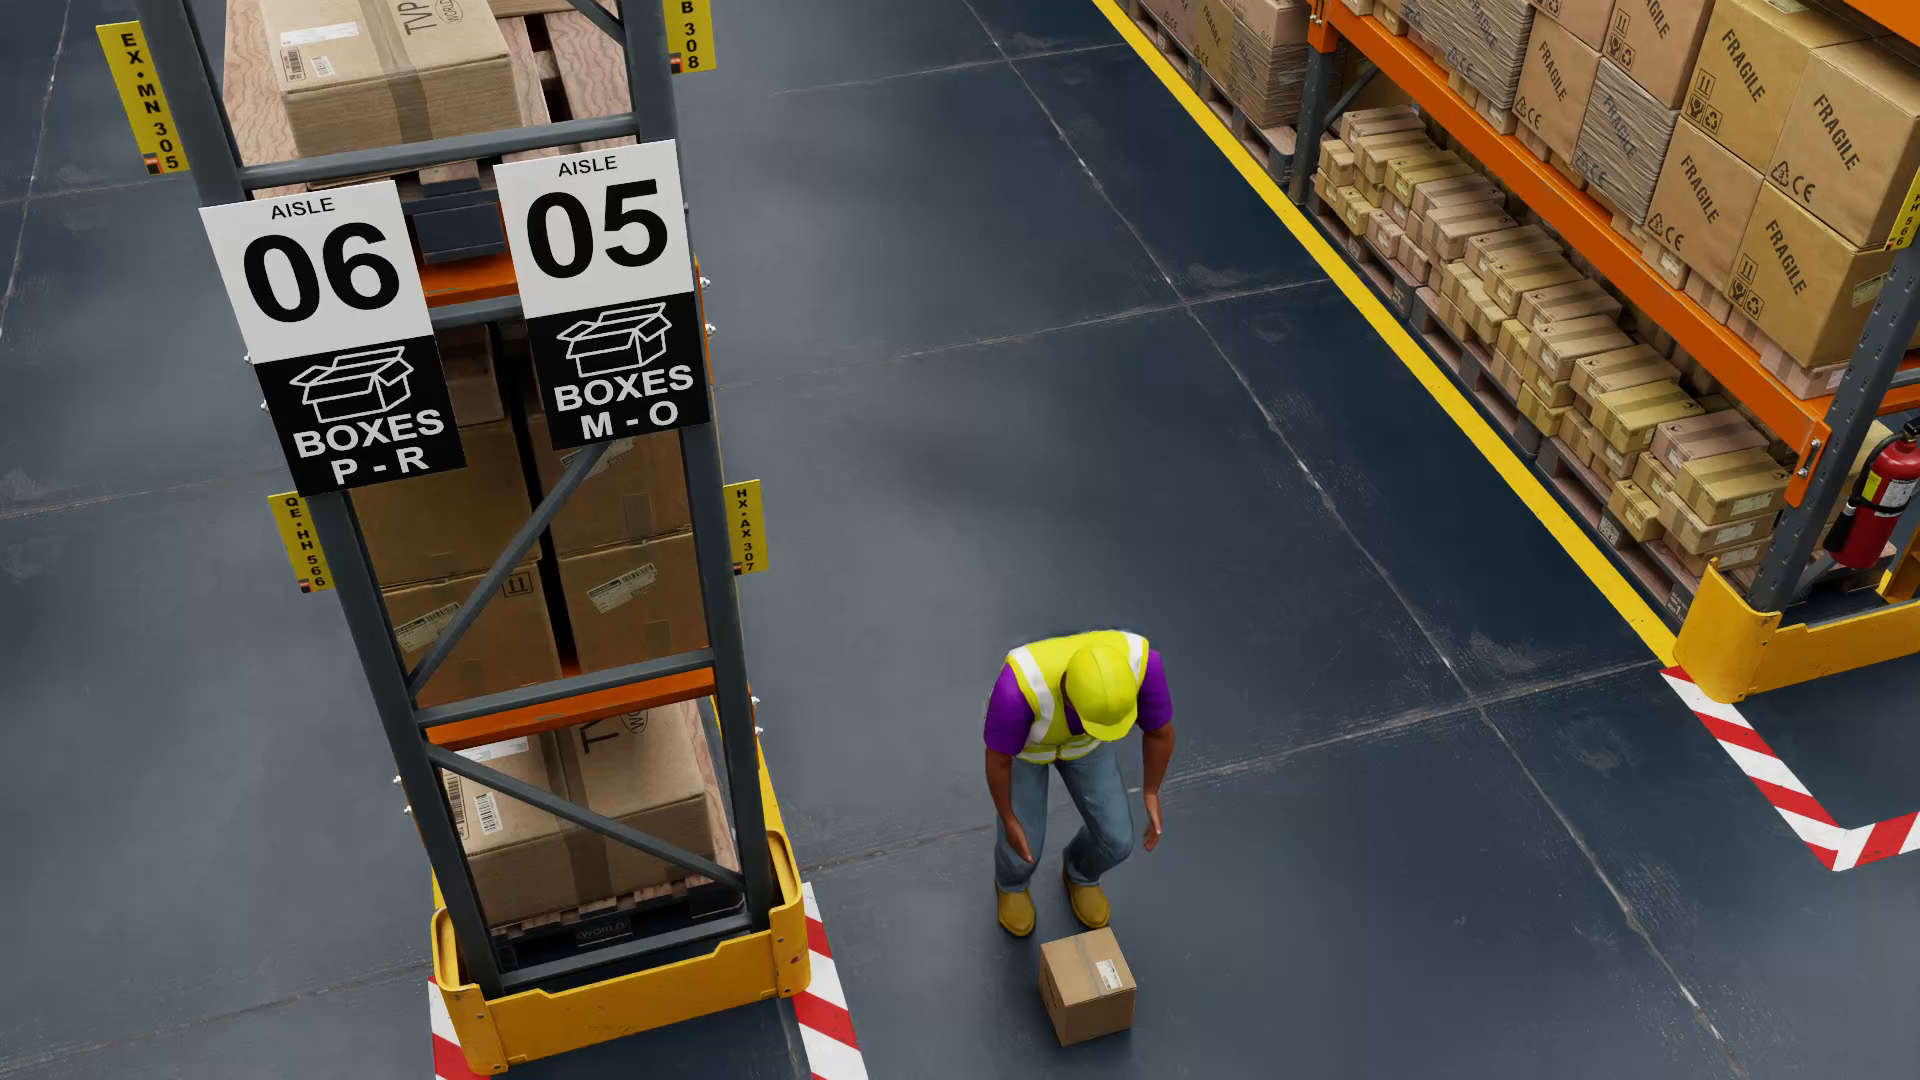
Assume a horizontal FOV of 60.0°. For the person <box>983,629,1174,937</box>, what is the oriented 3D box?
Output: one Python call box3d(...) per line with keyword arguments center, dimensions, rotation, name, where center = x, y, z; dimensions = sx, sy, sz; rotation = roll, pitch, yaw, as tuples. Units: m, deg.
box3d(center=(0.371, 0.752, 5.493), dimensions=(0.627, 1.517, 0.687), rotation=(-7, 43, -8), name="person")
